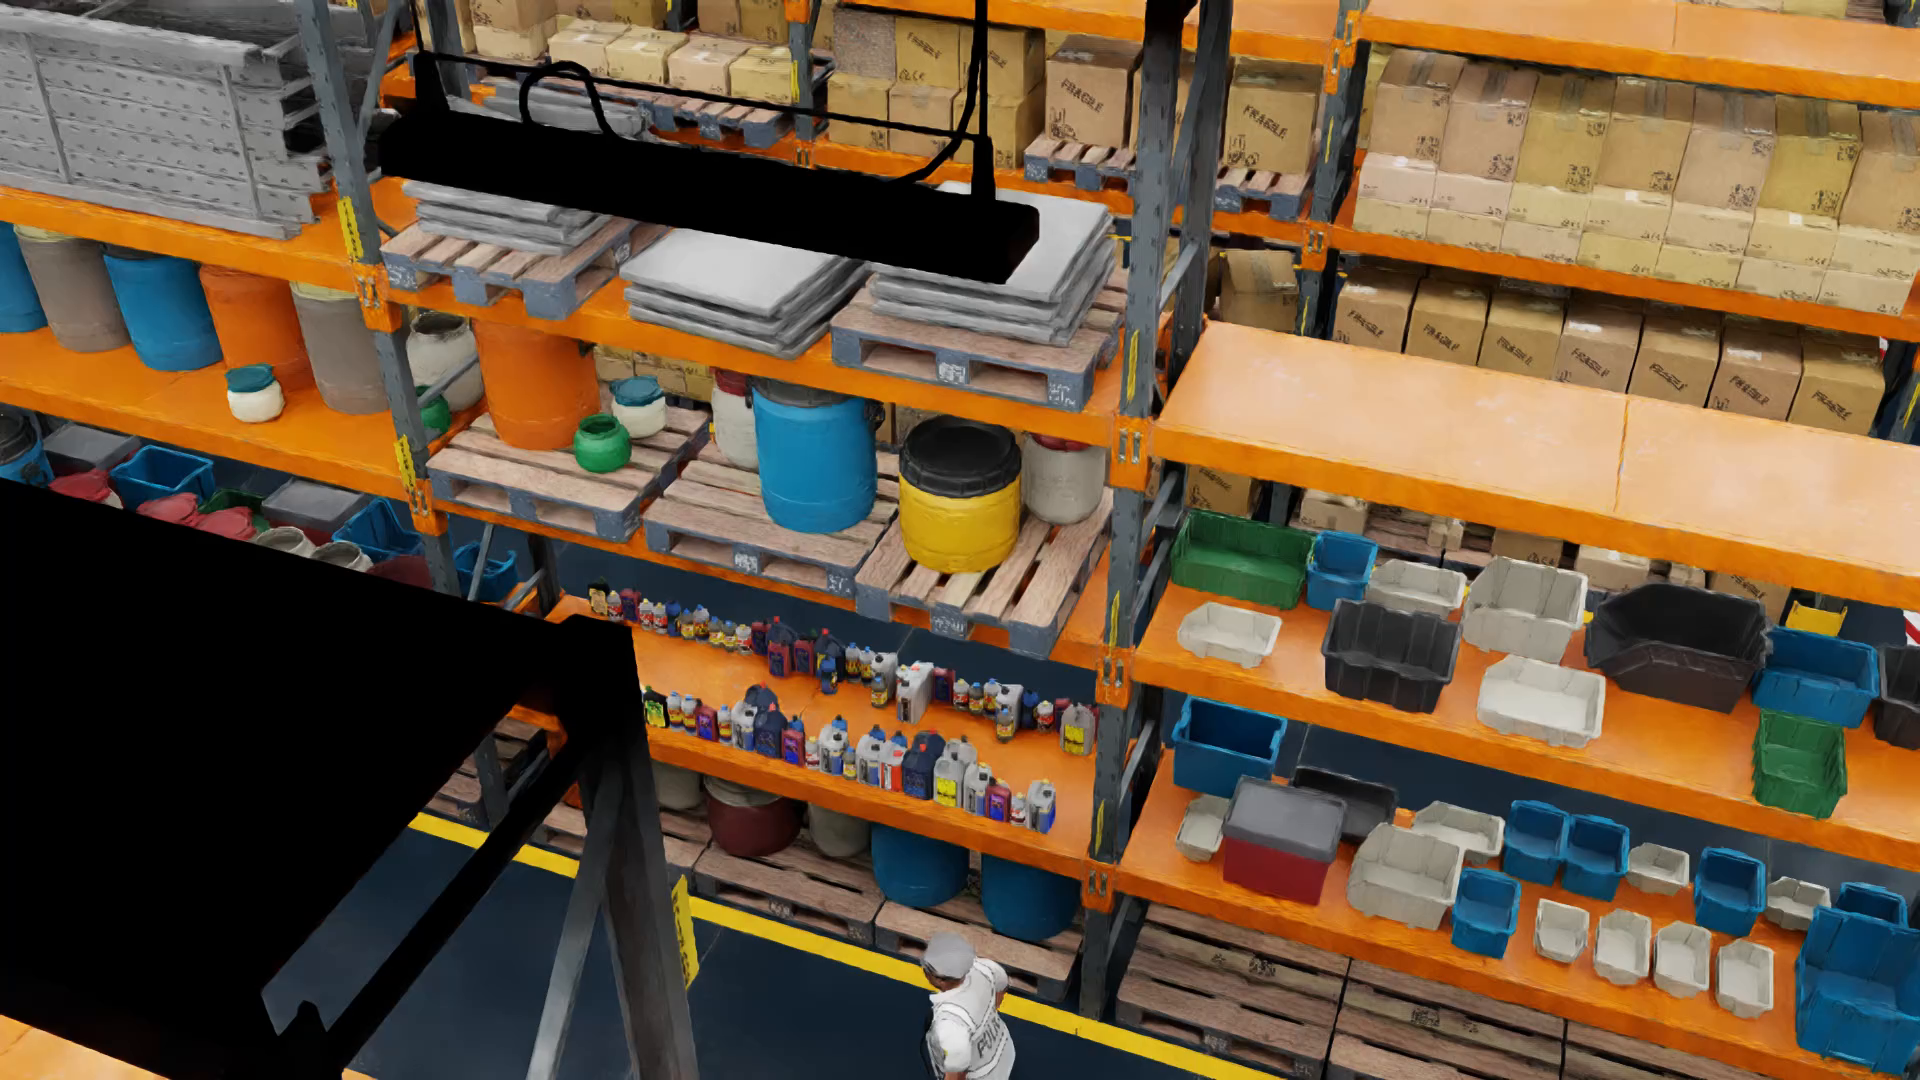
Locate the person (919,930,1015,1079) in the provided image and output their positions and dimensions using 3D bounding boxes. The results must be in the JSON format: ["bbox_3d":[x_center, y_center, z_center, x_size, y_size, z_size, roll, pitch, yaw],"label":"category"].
[{"bbox_3d":[0.065,2.641,8.392,0.536,1.715,0.682,12,38,15],"label":"person"}]

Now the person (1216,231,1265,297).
[{"bbox_3d":[2.634,-2.710,15.599,1.193,1.698,0.598,14,39,19],"label":"person"}]
